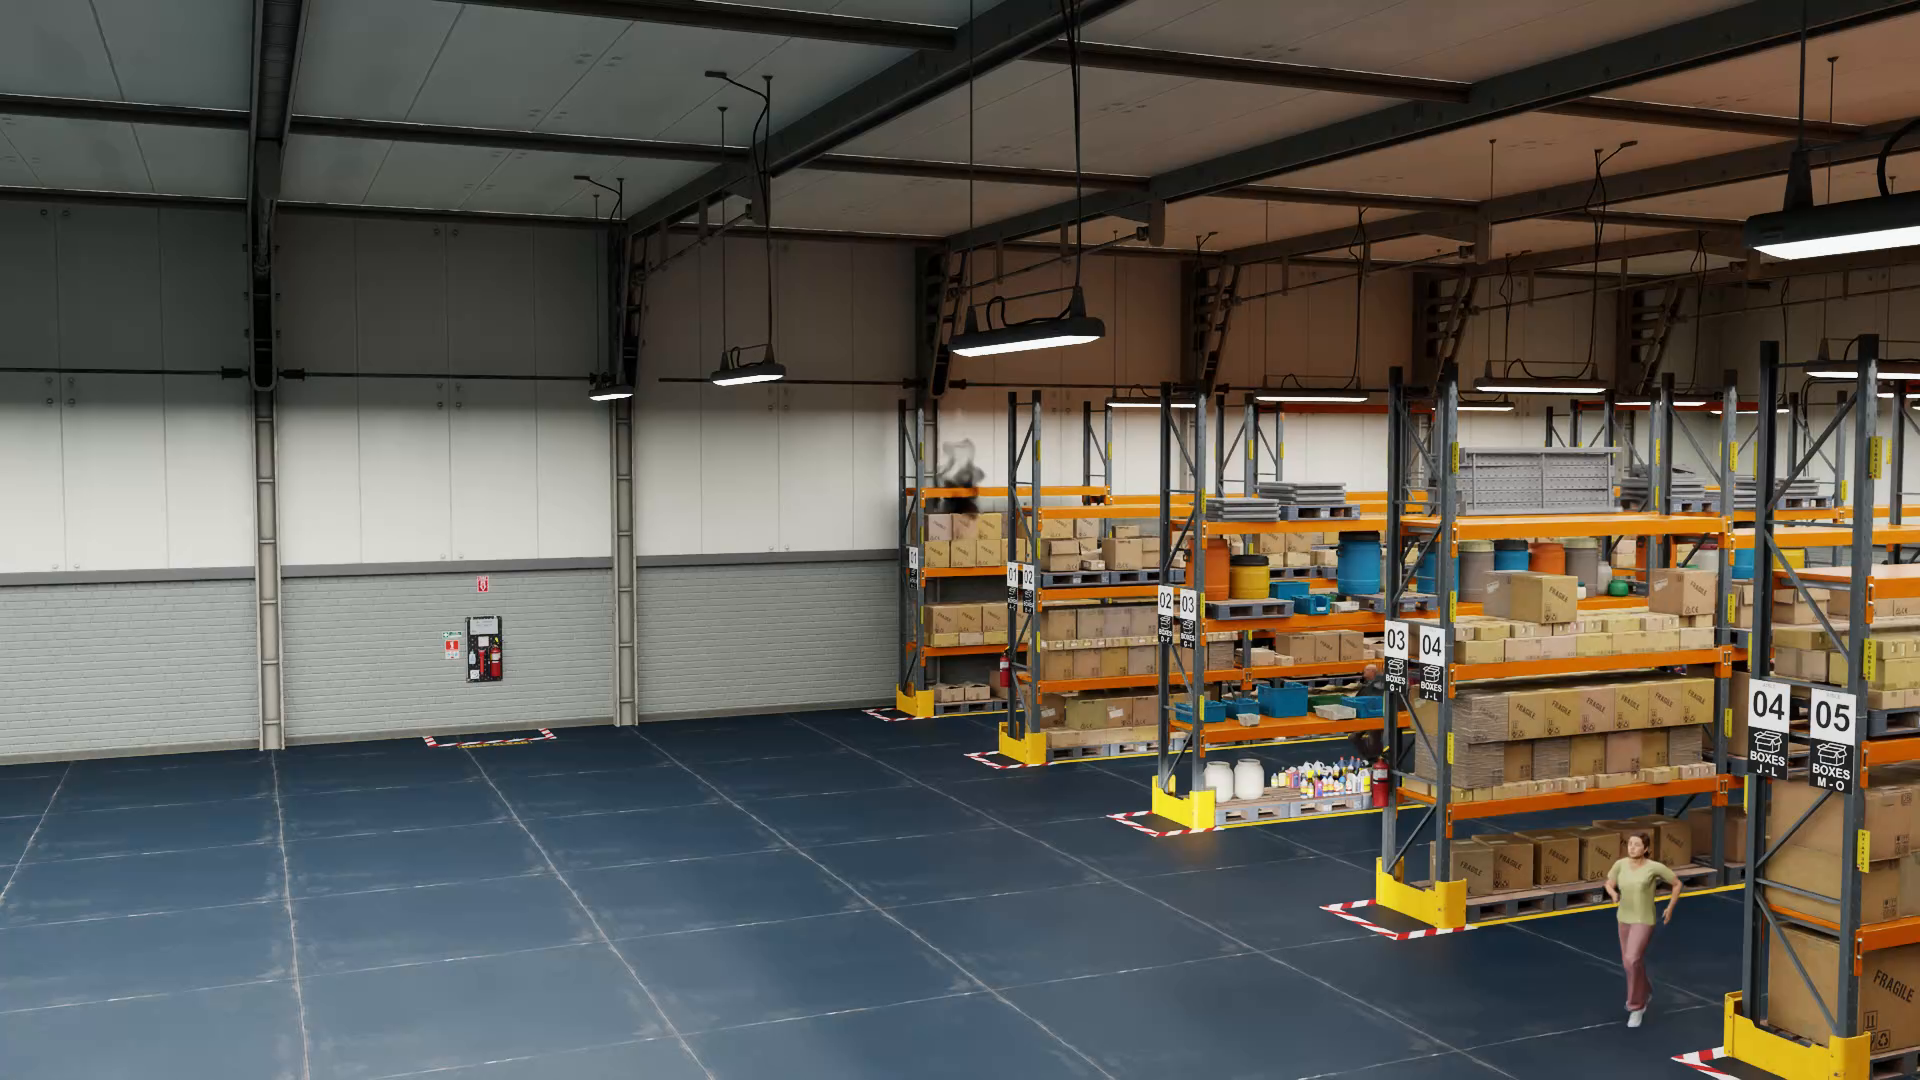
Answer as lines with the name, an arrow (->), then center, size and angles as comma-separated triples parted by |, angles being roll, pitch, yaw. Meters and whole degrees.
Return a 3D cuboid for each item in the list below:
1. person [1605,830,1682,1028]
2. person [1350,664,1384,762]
person -> 6.077, 3.459, 14.908 | 0.676, 1.730, 0.590 | -3, 4, -37
person -> 6.395, 2.789, 25.968 | 0.676, 1.706, 0.659 | -2, 4, -25
